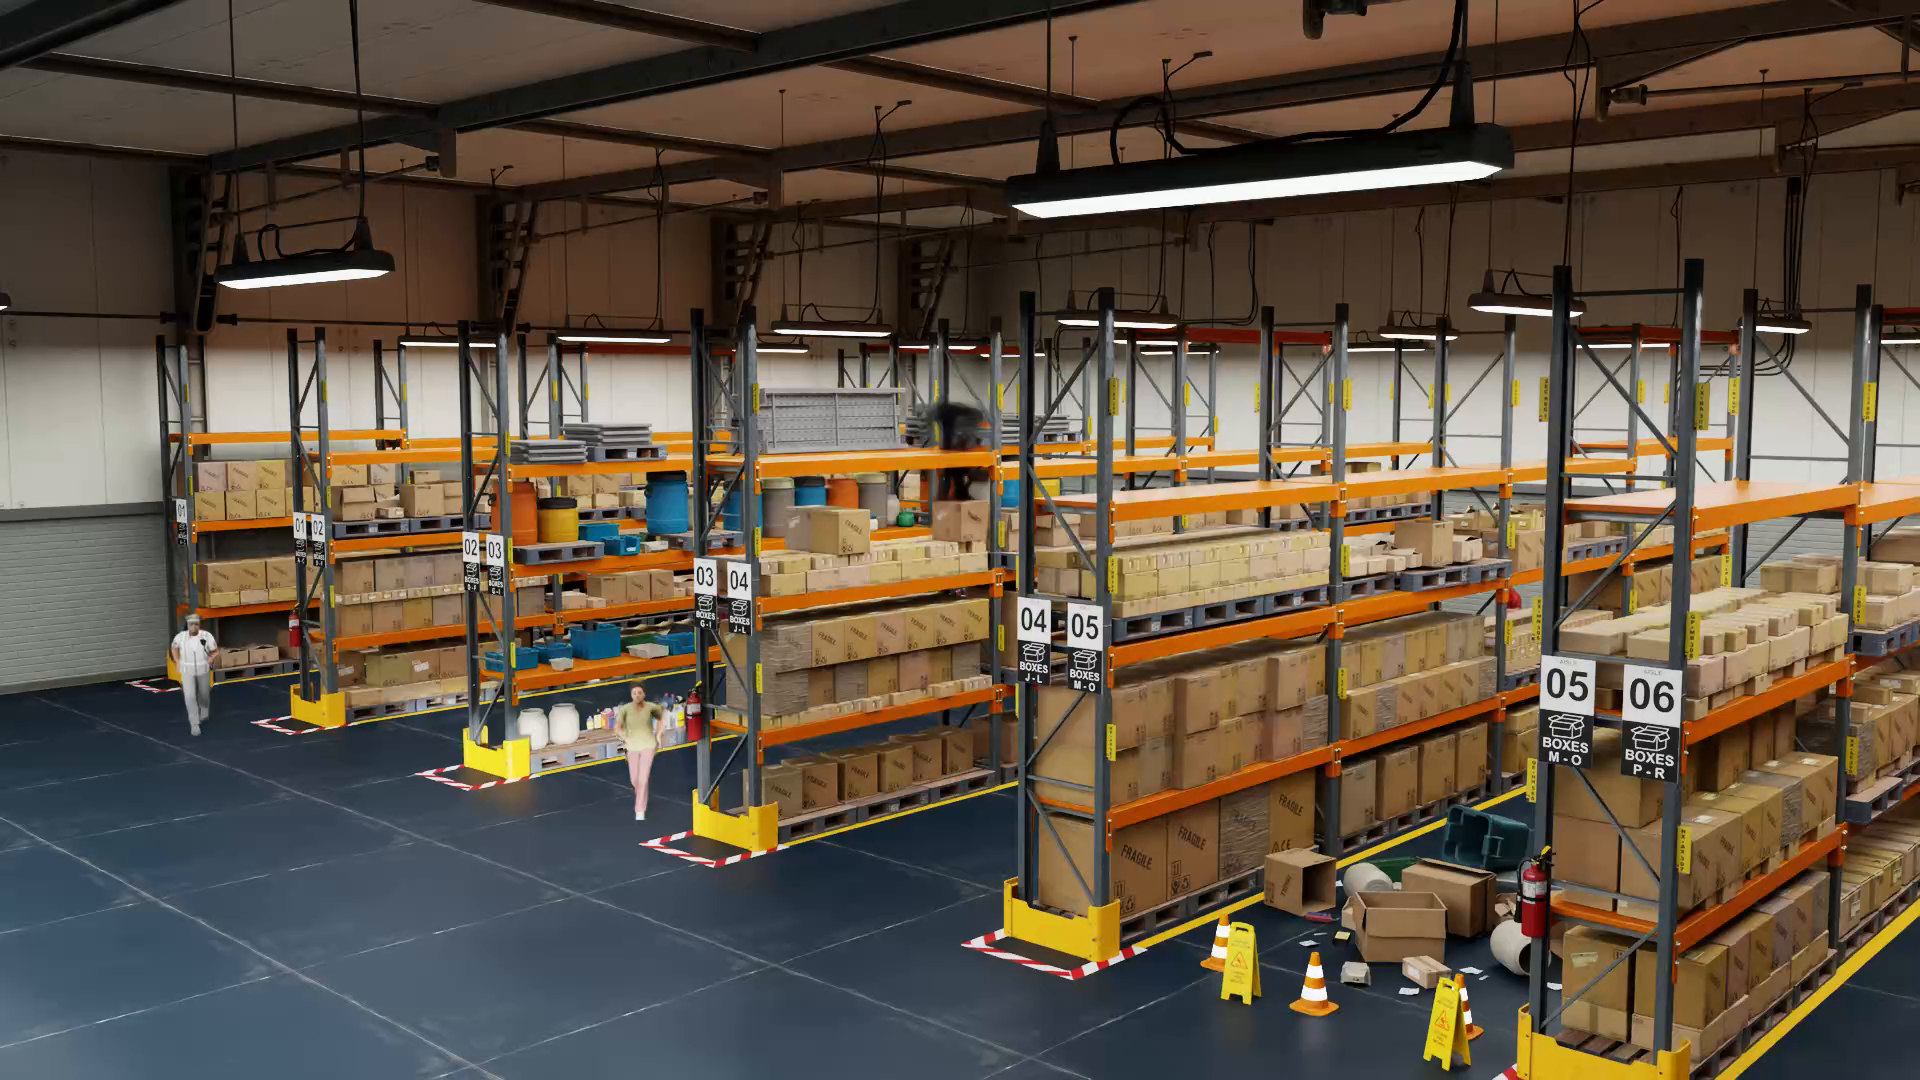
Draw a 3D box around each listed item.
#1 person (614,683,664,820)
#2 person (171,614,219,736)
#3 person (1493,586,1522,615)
[{"bbox_3d":[-3.841,2.489,19.983,0.574,1.624,0.813,0,5,-4],"label":"person"},{"bbox_3d":[-11.414,1.966,24.834,0.642,1.778,0.927,-3,6,-25],"label":"person"},{"bbox_3d":[9.980,1.479,30.380,0.729,1.644,0.815,-3,6,-31],"label":"person"}]
